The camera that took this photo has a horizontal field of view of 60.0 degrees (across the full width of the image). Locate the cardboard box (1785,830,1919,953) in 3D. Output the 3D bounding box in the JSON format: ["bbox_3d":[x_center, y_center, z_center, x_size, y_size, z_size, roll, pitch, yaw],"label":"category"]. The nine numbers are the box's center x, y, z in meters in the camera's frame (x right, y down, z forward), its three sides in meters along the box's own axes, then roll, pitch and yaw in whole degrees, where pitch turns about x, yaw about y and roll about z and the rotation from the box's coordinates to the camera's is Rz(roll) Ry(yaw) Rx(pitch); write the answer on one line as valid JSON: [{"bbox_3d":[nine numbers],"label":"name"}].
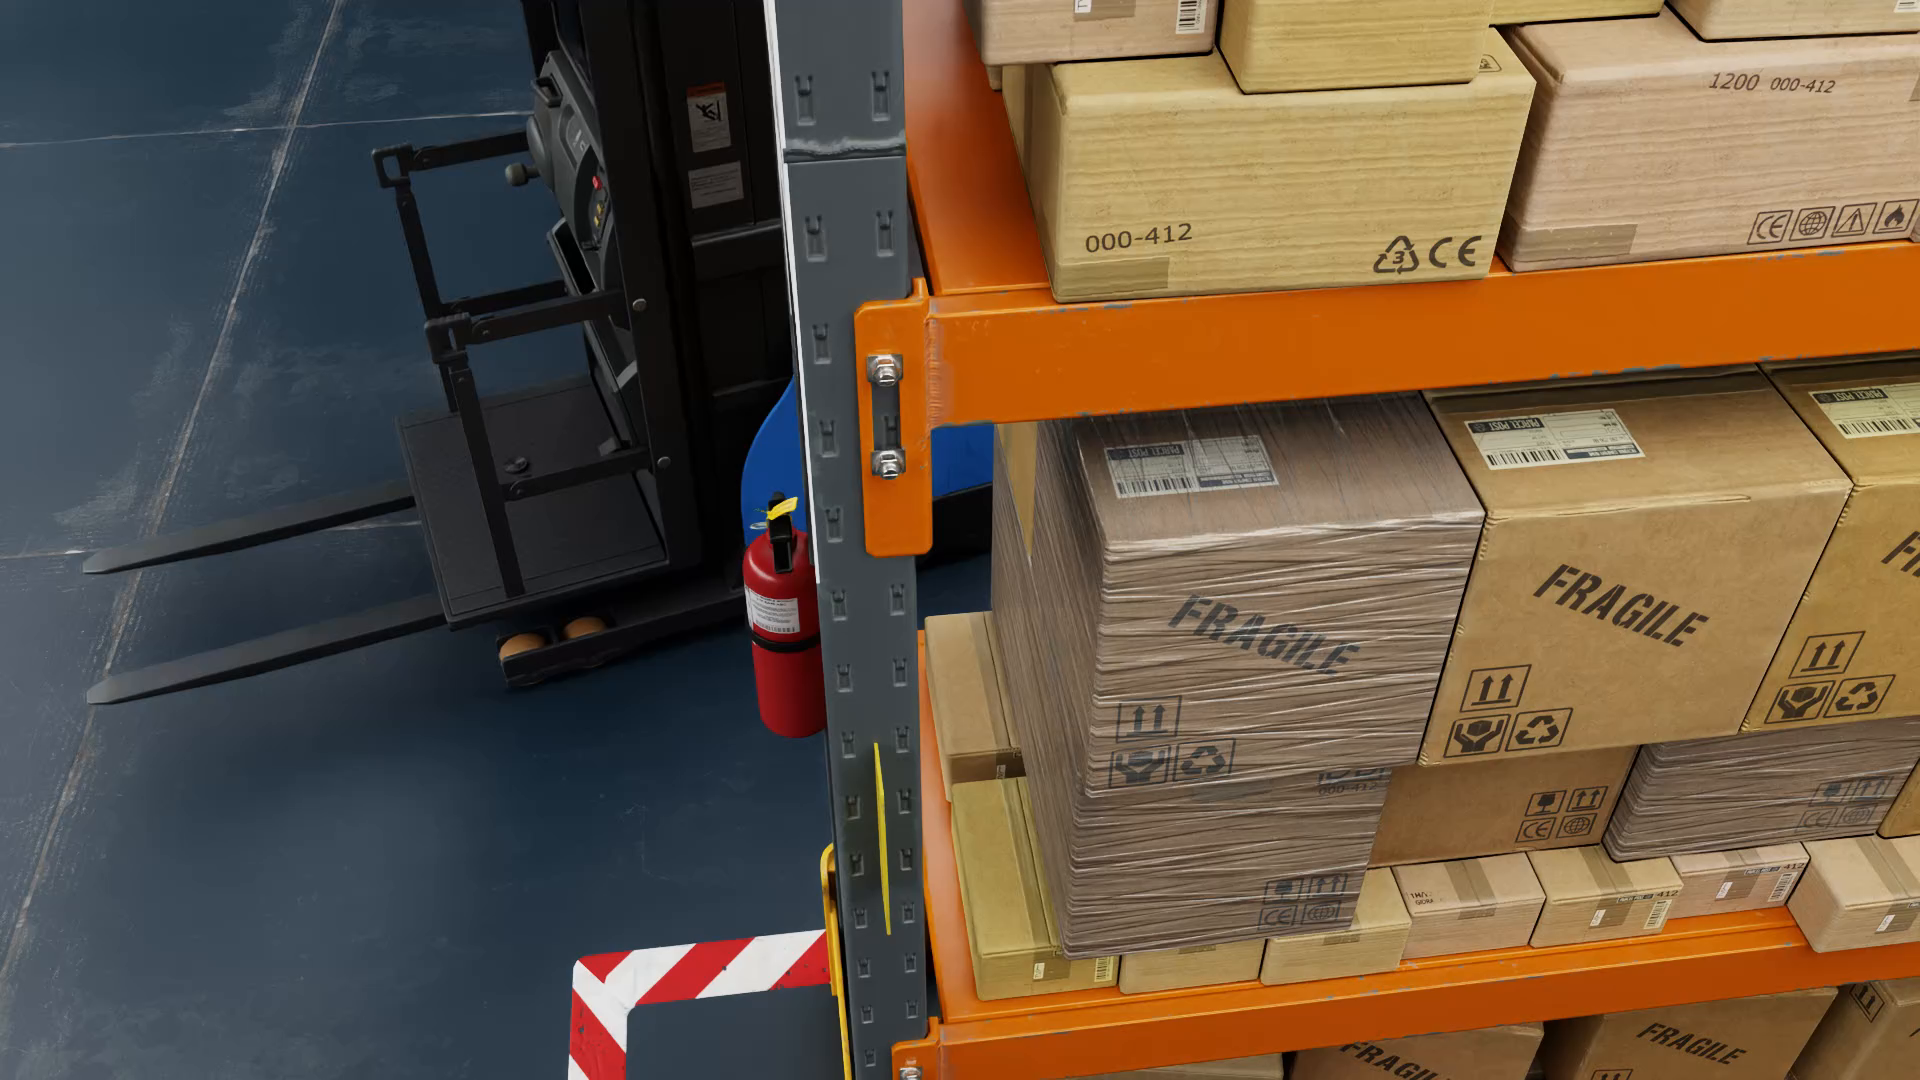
[{"bbox_3d":[1.632,0.553,3.085,0.250,0.149,0.380,-5,42,-6],"label":"cardboard box"}]

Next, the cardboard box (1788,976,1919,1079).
[{"bbox_3d":[2.210,0.986,3.970,0.500,0.500,0.500,-9,43,-9],"label":"cardboard box"}]

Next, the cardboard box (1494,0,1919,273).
[{"bbox_3d":[0.840,-0.585,2.031,0.500,0.250,0.500,-6,42,-6],"label":"cardboard box"}]

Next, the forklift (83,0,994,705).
[{"bbox_3d":[-1.290,-1.034,4.708,3.031,2.935,1.130,-15,44,-16],"label":"forklift"}]

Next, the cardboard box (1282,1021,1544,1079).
[{"bbox_3d":[1.028,1.047,3.903,0.500,0.500,0.500,5,42,6],"label":"cardboard box"}]

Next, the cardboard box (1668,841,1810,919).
[{"bbox_3d":[1.370,0.506,3.137,0.250,0.149,0.380,-5,42,-6],"label":"cardboard box"}]

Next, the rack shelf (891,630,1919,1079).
[{"bbox_3d":[1.801,0.486,3.509,4.000,0.370,1.077,-5,42,-6],"label":"rack shelf"}]

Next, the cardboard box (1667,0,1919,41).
[{"bbox_3d":[0.905,-0.723,1.886,0.250,0.149,0.380,-3,42,-4],"label":"cardboard box"}]

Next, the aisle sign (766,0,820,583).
[{"bbox_3d":[-0.204,-0.368,1.978,0.004,0.787,0.394,-5,42,-6],"label":"aisle sign"}]

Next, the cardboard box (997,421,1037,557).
[{"bbox_3d":[0.331,-0.338,2.842,0.500,0.500,0.500,-5,42,-6],"label":"cardboard box"}]

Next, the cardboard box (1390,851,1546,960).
[{"bbox_3d":[0.877,0.563,3.074,0.250,0.149,0.380,-5,42,-6],"label":"cardboard box"}]

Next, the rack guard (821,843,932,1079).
[{"bbox_3d":[-0.107,1.314,3.920,0.348,0.500,1.175,-5,42,-6],"label":"rack guard"}]

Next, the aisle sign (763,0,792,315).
[{"bbox_3d":[-0.282,-0.767,2.420,0.004,0.787,0.394,-5,42,-6],"label":"aisle sign"}]

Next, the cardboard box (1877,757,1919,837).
[{"bbox_3d":[1.846,0.042,3.168,0.500,0.500,0.875,-5,42,-6],"label":"cardboard box"}]

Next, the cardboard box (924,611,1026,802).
[{"bbox_3d":[0.074,0.324,3.339,0.250,0.149,0.380,-5,42,-6],"label":"cardboard box"}]

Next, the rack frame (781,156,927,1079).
[{"bbox_3d":[-0.182,0.392,3.076,0.127,3.000,1.000,-5,42,-6],"label":"rack frame"}]

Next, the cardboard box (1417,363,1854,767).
[{"bbox_3d":[0.896,-0.032,2.503,0.500,0.500,0.500,-5,42,-6],"label":"cardboard box"}]

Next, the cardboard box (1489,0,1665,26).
[{"bbox_3d":[0.625,-0.746,1.913,0.250,0.149,0.380,-6,42,-6],"label":"cardboard box"}]

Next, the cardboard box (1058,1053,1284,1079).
[{"bbox_3d":[0.439,1.121,3.820,0.500,0.500,0.500,2,42,2],"label":"cardboard box"}]

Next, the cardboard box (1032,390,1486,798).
[{"bbox_3d":[0.399,0.007,2.460,0.500,0.500,0.500,-5,42,-6],"label":"cardboard box"}]

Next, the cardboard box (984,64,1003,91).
[{"bbox_3d":[0.263,-0.876,2.355,0.500,0.250,0.500,-4,42,-5],"label":"cardboard box"}]

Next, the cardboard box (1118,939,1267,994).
[{"bbox_3d":[0.382,0.610,3.022,0.250,0.149,0.380,-5,42,-6],"label":"cardboard box"}]

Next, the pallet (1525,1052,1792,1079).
[{"bbox_3d":[1.911,1.270,4.184,1.213,0.211,1.003,-5,42,-6],"label":"pallet"}]

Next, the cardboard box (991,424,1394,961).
[{"bbox_3d":[0.367,0.215,2.975,0.500,0.500,0.875,-5,42,-6],"label":"cardboard box"}]

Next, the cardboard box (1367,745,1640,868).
[{"bbox_3d":[0.847,0.092,3.112,0.500,0.500,0.875,-5,42,-6],"label":"cardboard box"}]

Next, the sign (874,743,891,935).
[{"bbox_3d":[-0.111,0.431,2.386,0.005,0.325,0.100,-5,42,-6],"label":"sign"}]

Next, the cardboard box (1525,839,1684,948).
[{"bbox_3d":[1.126,0.546,3.093,0.250,0.149,0.380,-5,42,-6],"label":"cardboard box"}]

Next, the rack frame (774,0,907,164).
[{"bbox_3d":[-0.182,-1.835,1.066,0.127,3.000,1.000,-5,42,-6],"label":"rack frame"}]

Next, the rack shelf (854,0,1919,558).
[{"bbox_3d":[1.801,-0.628,2.504,4.000,0.370,1.077,-5,42,-6],"label":"rack shelf"}]

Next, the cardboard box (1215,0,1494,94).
[{"bbox_3d":[0.391,-0.643,1.798,0.250,0.149,0.380,-4,42,-5],"label":"cardboard box"}]

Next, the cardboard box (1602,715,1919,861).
[{"bbox_3d":[1.349,0.077,3.128,0.500,0.500,0.875,-5,42,-6],"label":"cardboard box"}]

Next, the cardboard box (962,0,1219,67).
[{"bbox_3d":[0.121,-0.684,1.844,0.250,0.149,0.380,-5,42,-6],"label":"cardboard box"}]

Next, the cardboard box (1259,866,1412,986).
[{"bbox_3d":[0.632,0.598,3.035,0.250,0.149,0.380,-5,42,-6],"label":"cardboard box"}]

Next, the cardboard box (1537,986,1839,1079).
[{"bbox_3d":[1.651,1.005,3.949,0.500,0.500,0.500,-1,42,-2],"label":"cardboard box"}]

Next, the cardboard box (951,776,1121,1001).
[{"bbox_3d":[0.132,0.619,3.012,0.250,0.149,0.380,-5,42,-6],"label":"cardboard box"}]

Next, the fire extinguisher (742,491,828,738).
[{"bbox_3d":[-0.355,0.125,3.430,0.183,0.674,0.296,-5,42,-6],"label":"fire extinguisher"}]

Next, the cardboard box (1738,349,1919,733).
[{"bbox_3d":[1.391,-0.076,2.552,0.500,0.500,0.500,-5,42,-6],"label":"cardboard box"}]

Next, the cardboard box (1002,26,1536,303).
[{"bbox_3d":[0.329,-0.536,1.977,0.500,0.250,0.500,-4,42,-4],"label":"cardboard box"}]

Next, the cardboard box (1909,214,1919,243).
[{"bbox_3d":[1.332,-0.625,2.076,0.500,0.250,0.500,-5,42,-6],"label":"cardboard box"}]
